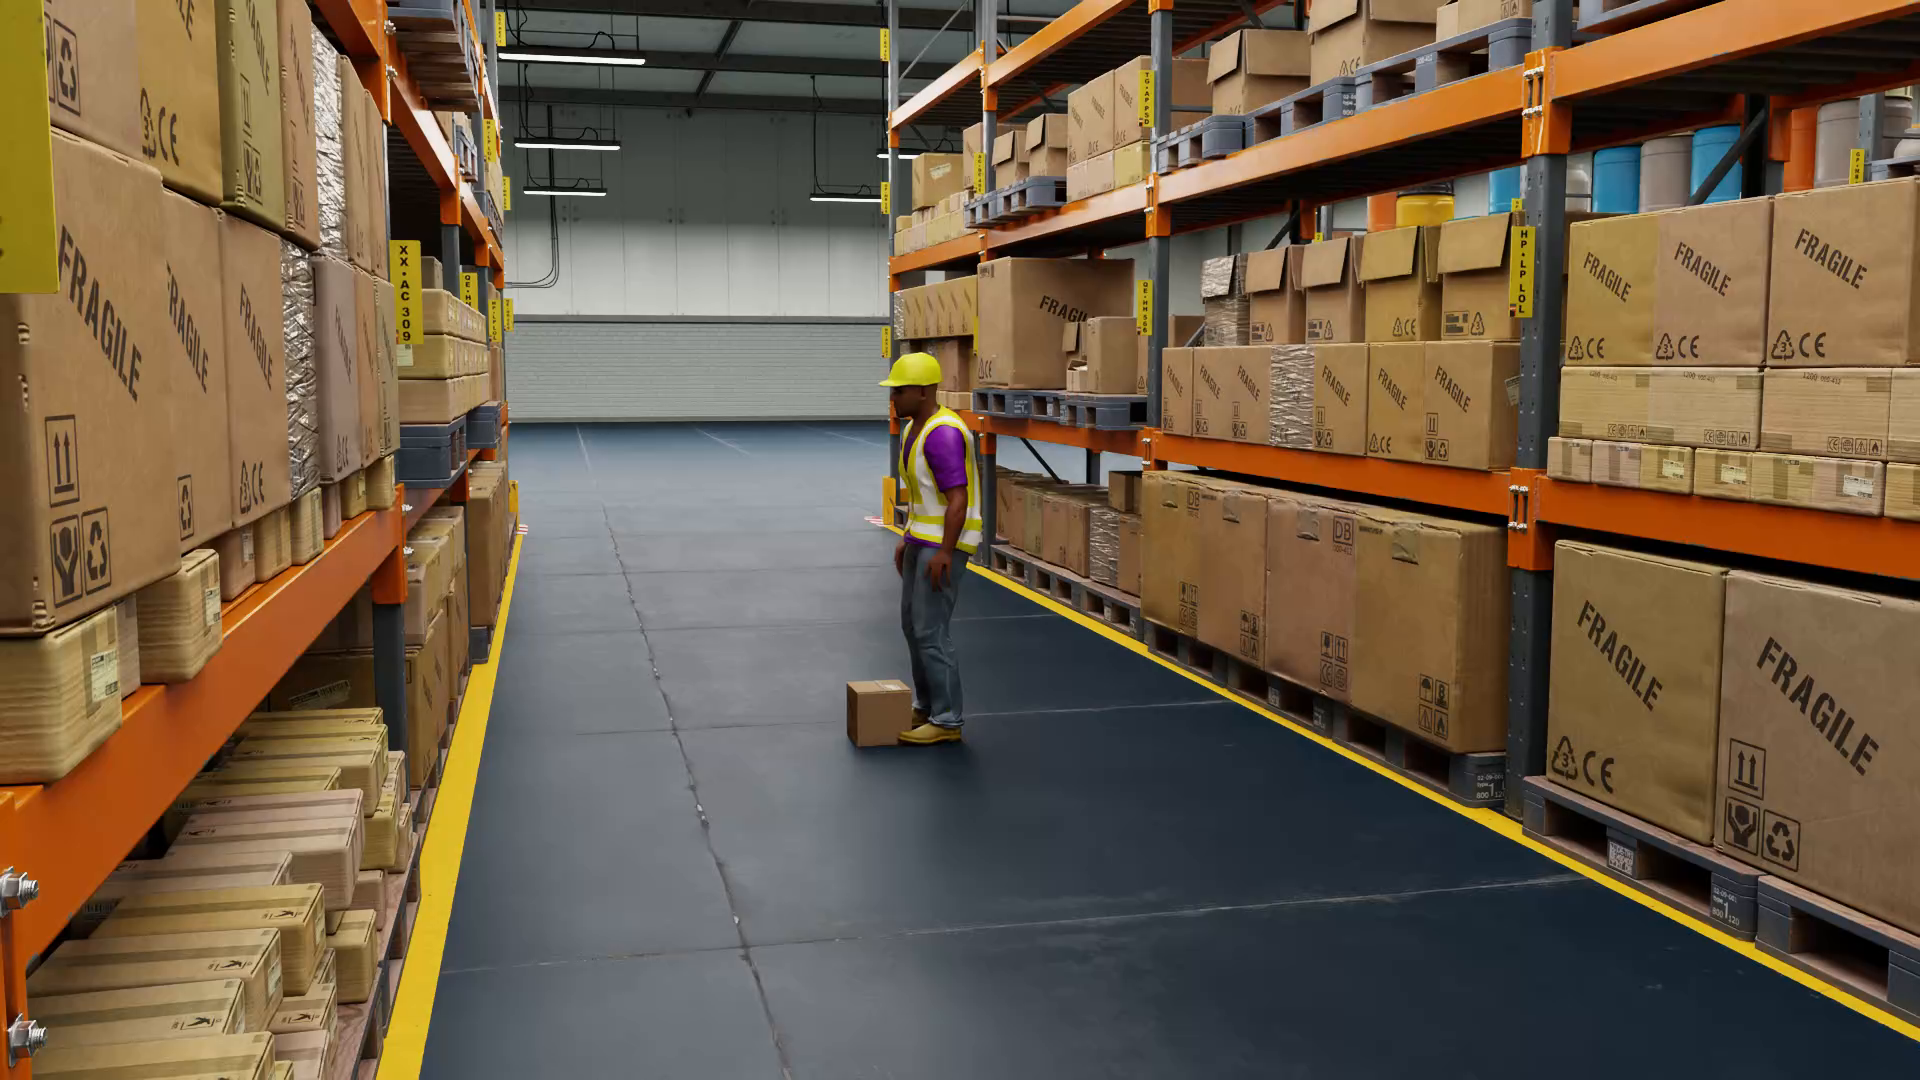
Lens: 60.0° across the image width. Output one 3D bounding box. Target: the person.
[{"bbox_3d":[-0.146,0.033,7.559,0.456,1.760,0.635,-2,6,-17],"label":"person"}]
